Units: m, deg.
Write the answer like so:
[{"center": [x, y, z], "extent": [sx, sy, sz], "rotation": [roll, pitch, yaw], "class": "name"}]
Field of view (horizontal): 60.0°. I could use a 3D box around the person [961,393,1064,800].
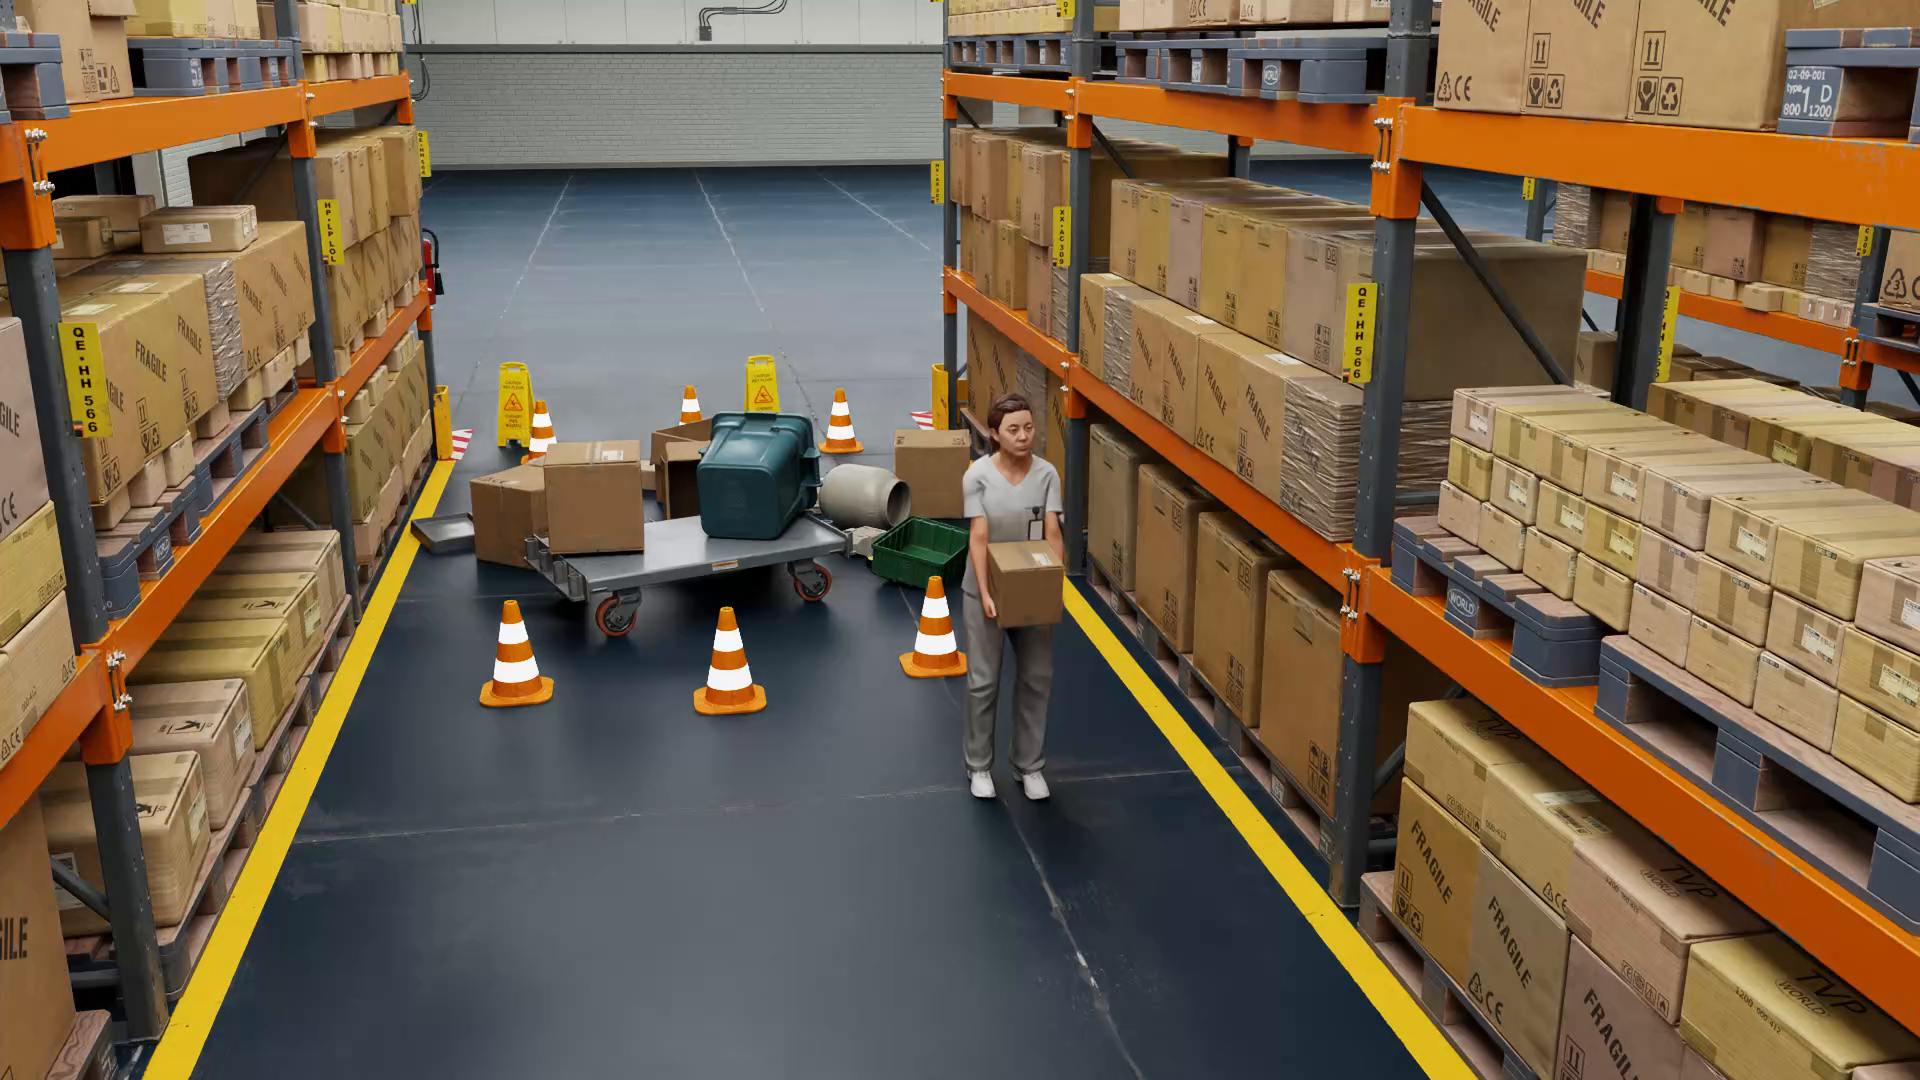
[{"center": [0.221, 0.250, 6.714], "extent": [0.410, 1.669, 0.507], "rotation": [-4, 17, -12], "class": "person"}]
